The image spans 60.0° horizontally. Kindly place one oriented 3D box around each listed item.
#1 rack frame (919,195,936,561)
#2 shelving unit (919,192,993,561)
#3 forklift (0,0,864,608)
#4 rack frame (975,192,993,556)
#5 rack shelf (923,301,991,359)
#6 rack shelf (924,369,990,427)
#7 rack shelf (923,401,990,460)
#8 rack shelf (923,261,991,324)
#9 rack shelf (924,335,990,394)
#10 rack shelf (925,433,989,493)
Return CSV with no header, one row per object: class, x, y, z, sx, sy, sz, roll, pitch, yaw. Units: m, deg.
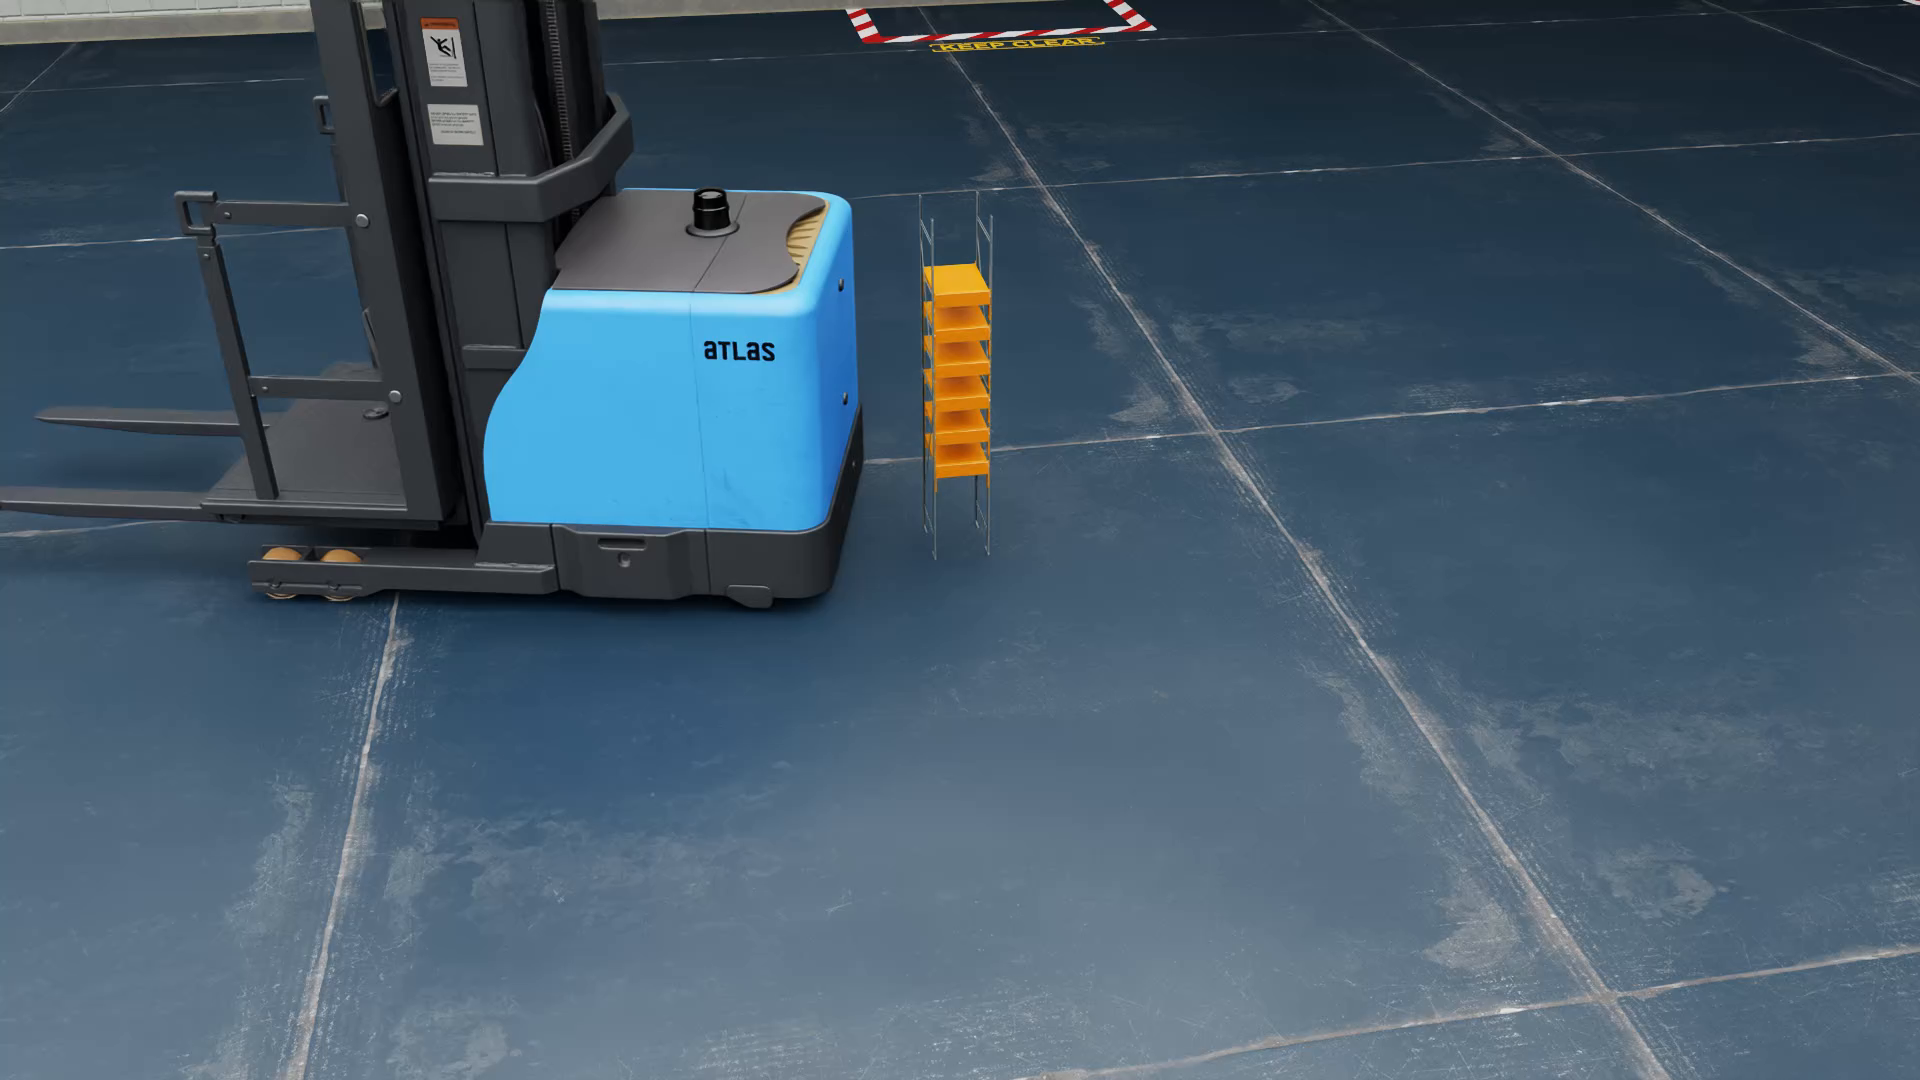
rack frame,-0.104,-0.508,5.429,0.006,1.200,0.240,-5,31,-9
shelving unit,-0.014,-0.516,5.444,0.189,1.200,0.258,-5,31,-9
forklift,-1.893,-1.328,5.118,3.031,2.935,1.130,2,31,3
rack frame,0.076,-0.524,5.458,0.006,1.200,0.240,-5,31,-9
rack shelf,-0.014,-0.684,5.344,0.180,0.103,0.258,-5,31,-9
rack shelf,-0.014,-0.478,5.466,0.180,0.103,0.258,-5,31,-9
rack shelf,-0.014,-0.374,5.527,0.180,0.103,0.258,-5,31,-9
rack shelf,-0.014,-0.788,5.284,0.180,0.103,0.258,-5,31,-9
rack shelf,-0.014,-0.581,5.405,0.180,0.103,0.258,-5,31,-9
rack shelf,-0.014,-0.271,5.588,0.180,0.103,0.258,-5,31,-9
